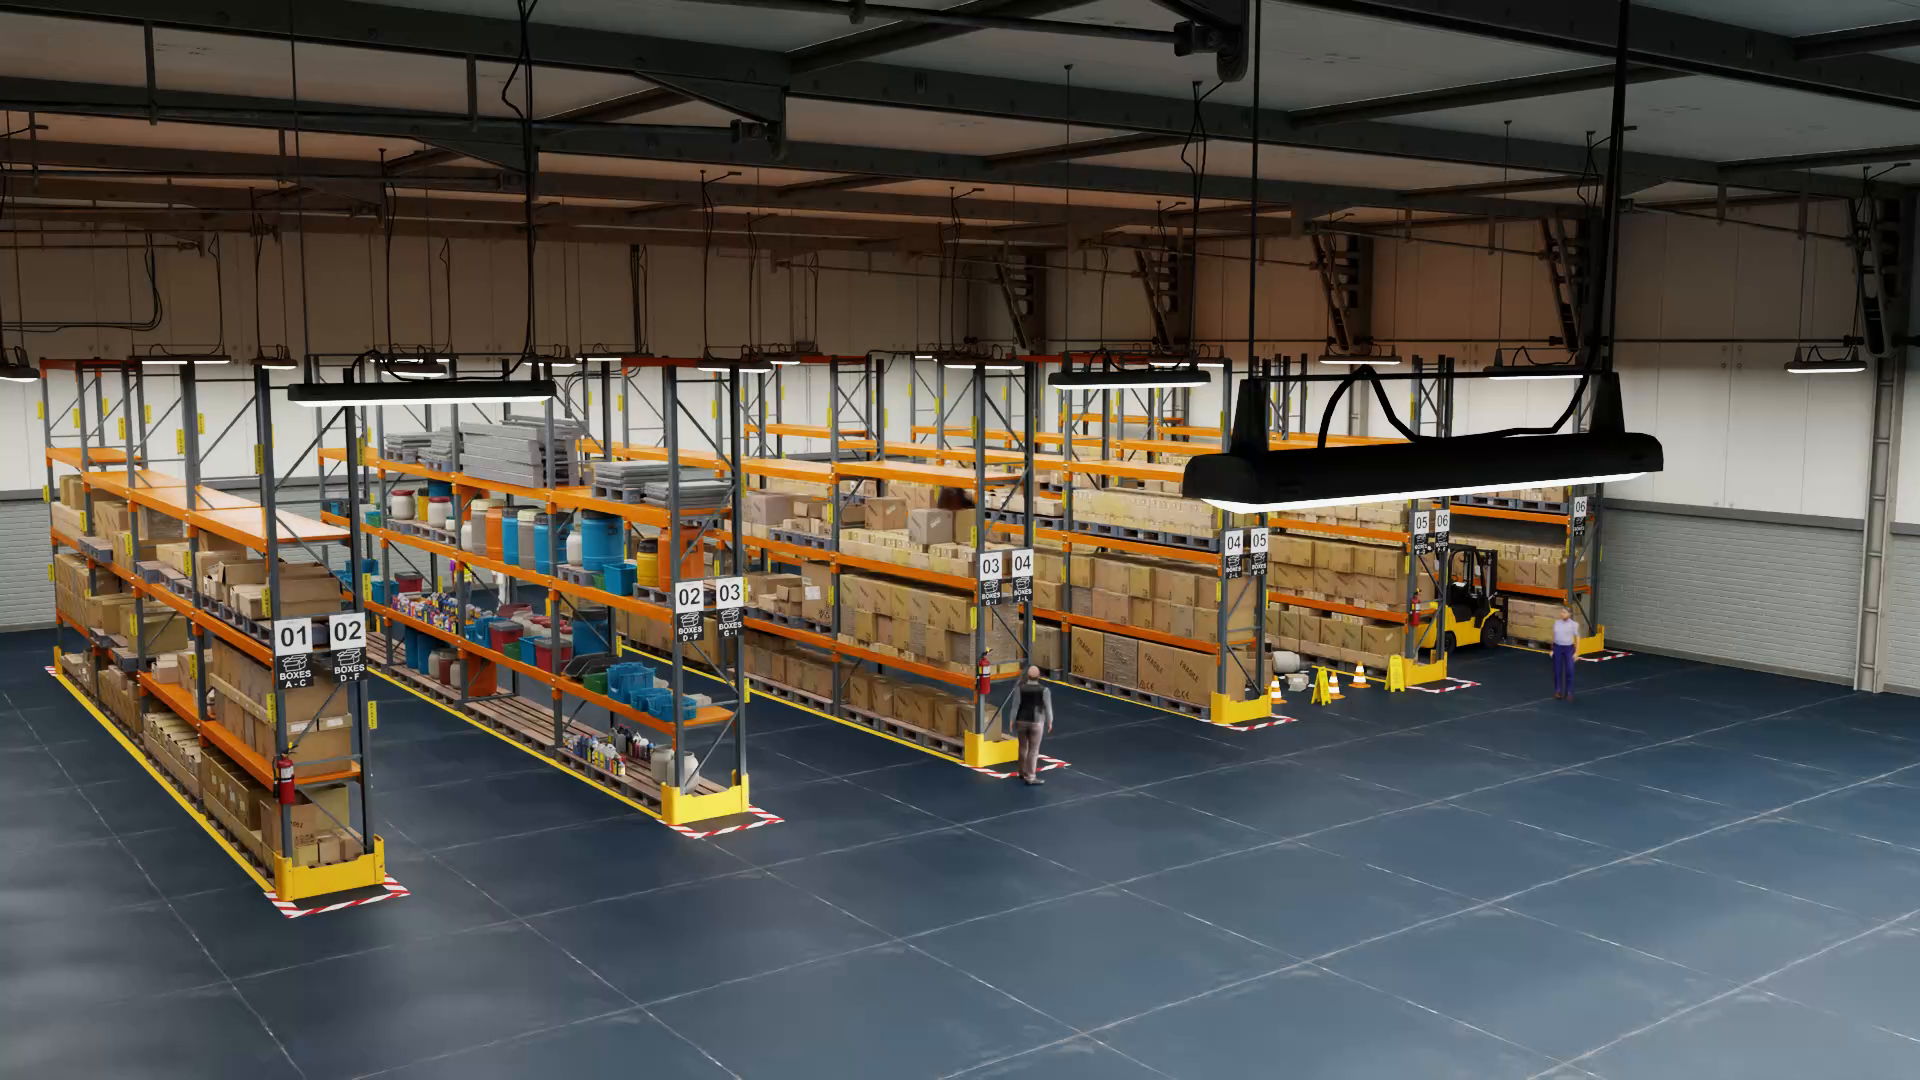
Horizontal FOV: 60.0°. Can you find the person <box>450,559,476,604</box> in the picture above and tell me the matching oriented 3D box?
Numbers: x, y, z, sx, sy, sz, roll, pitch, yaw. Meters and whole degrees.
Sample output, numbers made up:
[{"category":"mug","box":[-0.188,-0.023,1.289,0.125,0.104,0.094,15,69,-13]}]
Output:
[{"category":"person","box":[-11.176,0.987,37.438,0.400,1.825,0.571,2,7,16]}]

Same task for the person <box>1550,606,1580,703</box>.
[{"category":"person","box":[10.677,2.002,29.361,0.493,1.667,0.506,3,7,23]}]

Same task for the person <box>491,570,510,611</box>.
[{"category":"person","box":[-10.550,0.858,38.673,0.650,1.650,0.992,-3,7,-20]}]

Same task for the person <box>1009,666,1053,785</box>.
[{"category":"person","box":[1.045,2.627,23.887,0.595,1.708,0.571,3,8,25]}]
